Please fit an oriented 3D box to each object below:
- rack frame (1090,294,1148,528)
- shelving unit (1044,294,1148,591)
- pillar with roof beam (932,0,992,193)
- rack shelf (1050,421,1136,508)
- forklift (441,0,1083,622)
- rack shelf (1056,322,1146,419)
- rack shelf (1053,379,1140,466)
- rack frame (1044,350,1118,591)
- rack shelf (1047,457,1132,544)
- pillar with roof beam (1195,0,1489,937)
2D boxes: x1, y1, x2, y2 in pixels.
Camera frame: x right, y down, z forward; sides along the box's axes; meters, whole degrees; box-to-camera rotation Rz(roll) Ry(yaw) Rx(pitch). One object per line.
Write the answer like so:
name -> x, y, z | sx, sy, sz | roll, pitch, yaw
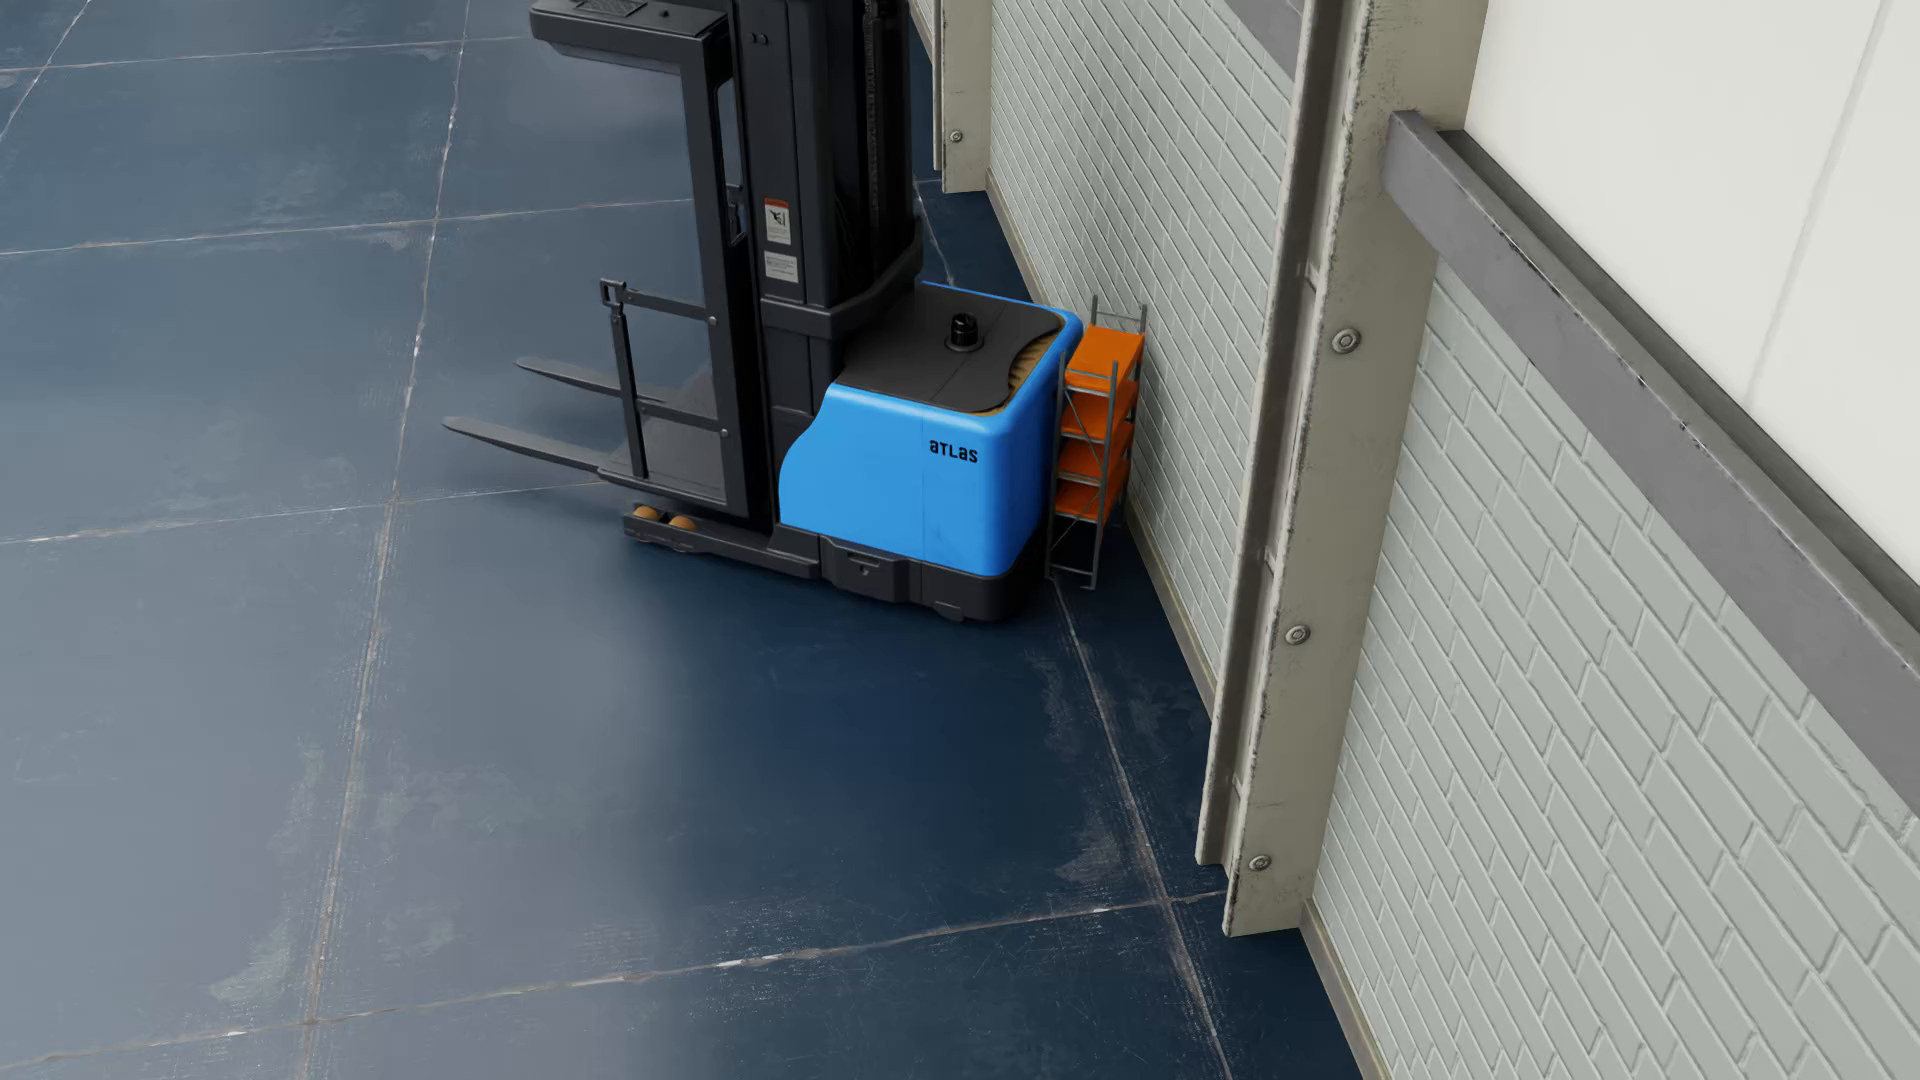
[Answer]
rack frame -> 0.670, -0.556, 7.483 | 0.240, 1.200, 0.015 | 13, 40, 14
shelving unit -> 0.590, -0.415, 7.301 | 0.258, 1.200, 0.503 | 13, 40, 14
pillar with roof beam -> -4.225, -5.434, 7.410 | 9.100, 9.000, 0.400 | -6, 38, -8
rack shelf -> 0.588, -0.362, 7.342 | 0.258, 0.148, 0.480 | 13, 40, 14
forklift -> -1.011, -1.383, 7.141 | 3.031, 2.935, 1.130 | 14, 40, 18
rack shelf -> 0.600, -0.723, 7.057 | 0.258, 0.148, 0.480 | 13, 40, 14
rack shelf -> 0.594, -0.538, 7.204 | 0.258, 0.148, 0.480 | 13, 40, 14
rack frame -> 0.510, -0.274, 7.118 | 0.240, 1.200, 0.015 | 13, 40, 14
rack shelf -> 0.583, -0.207, 7.465 | 0.258, 0.148, 0.480 | 13, 40, 14
pillar with roof beam -> -3.173, -1.810, 2.745 | 9.100, 9.000, 0.400 | -6, 38, -8
